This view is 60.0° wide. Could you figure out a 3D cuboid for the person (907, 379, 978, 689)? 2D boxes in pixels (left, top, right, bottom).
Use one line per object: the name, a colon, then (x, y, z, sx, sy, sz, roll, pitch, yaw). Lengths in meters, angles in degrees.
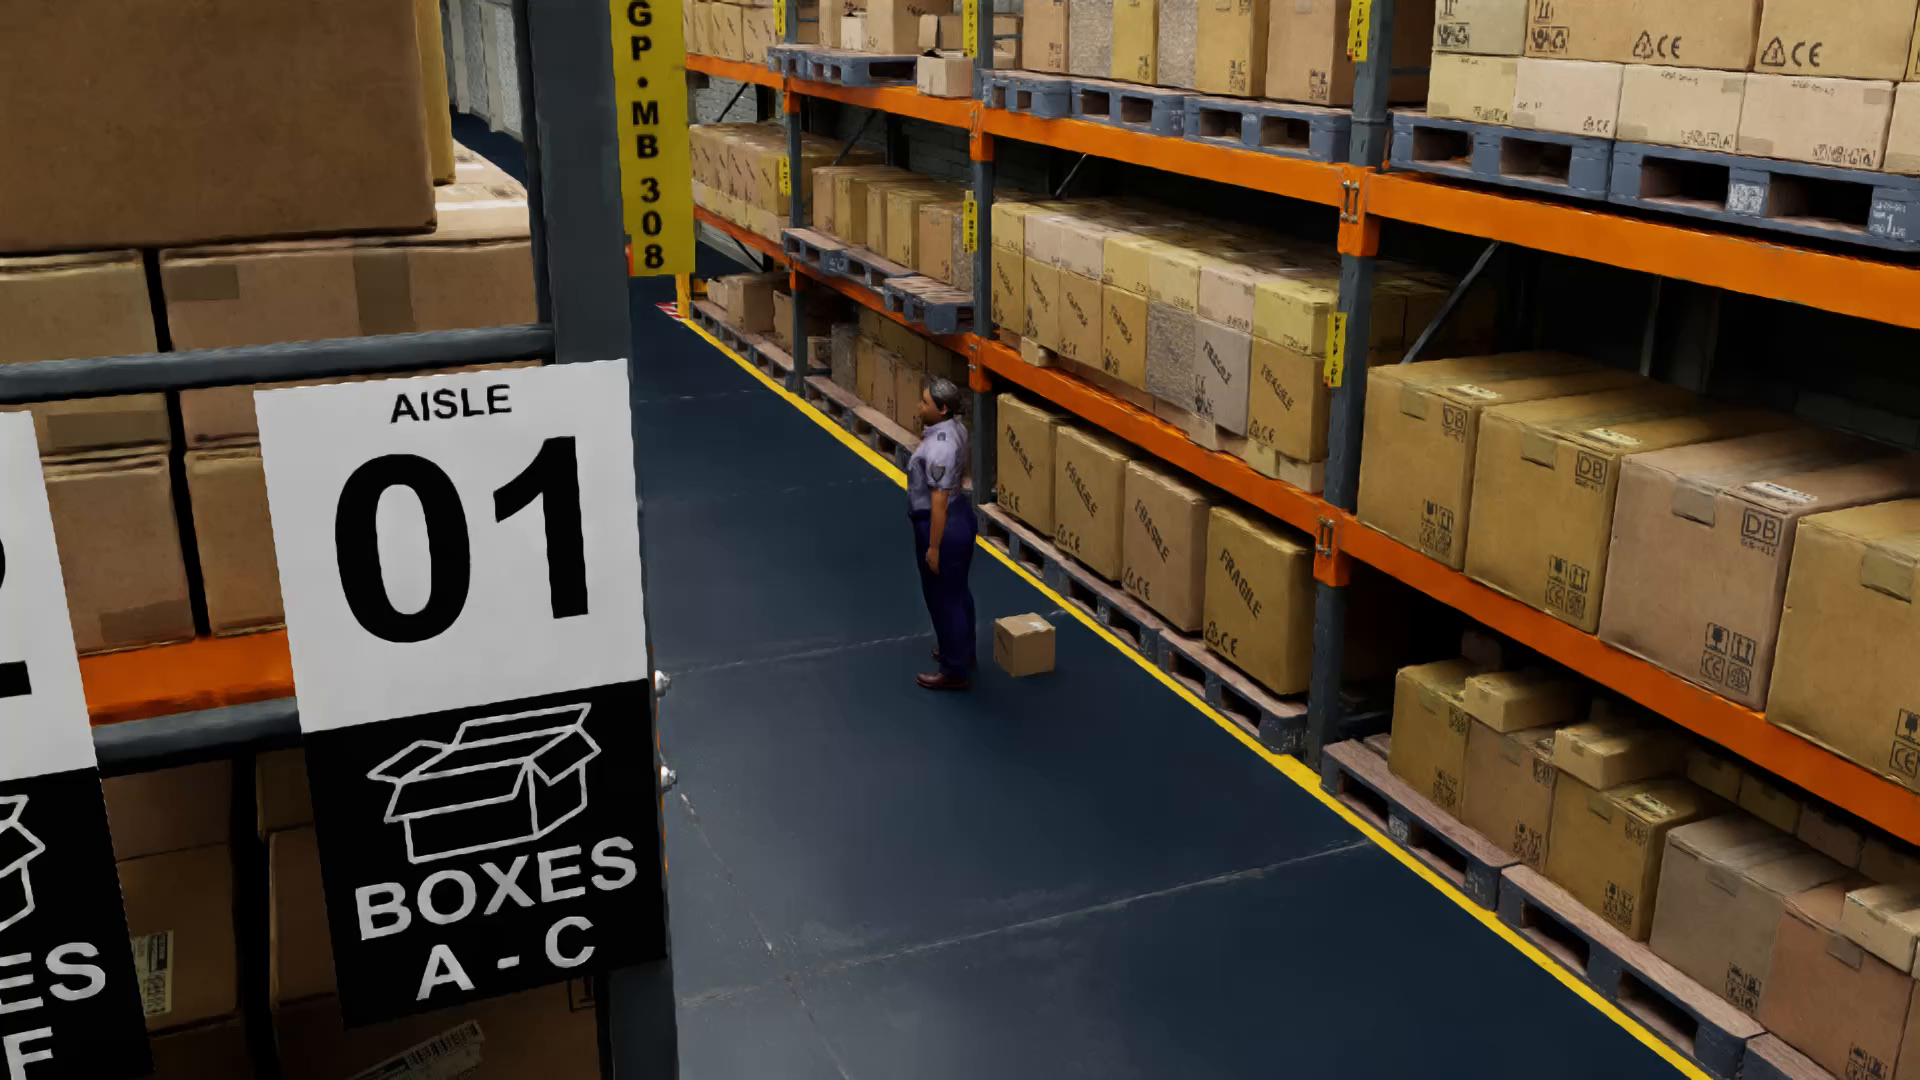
person: (-0.090, -0.046, 8.696, 0.352, 1.653, 0.588, 4, 19, 12)
